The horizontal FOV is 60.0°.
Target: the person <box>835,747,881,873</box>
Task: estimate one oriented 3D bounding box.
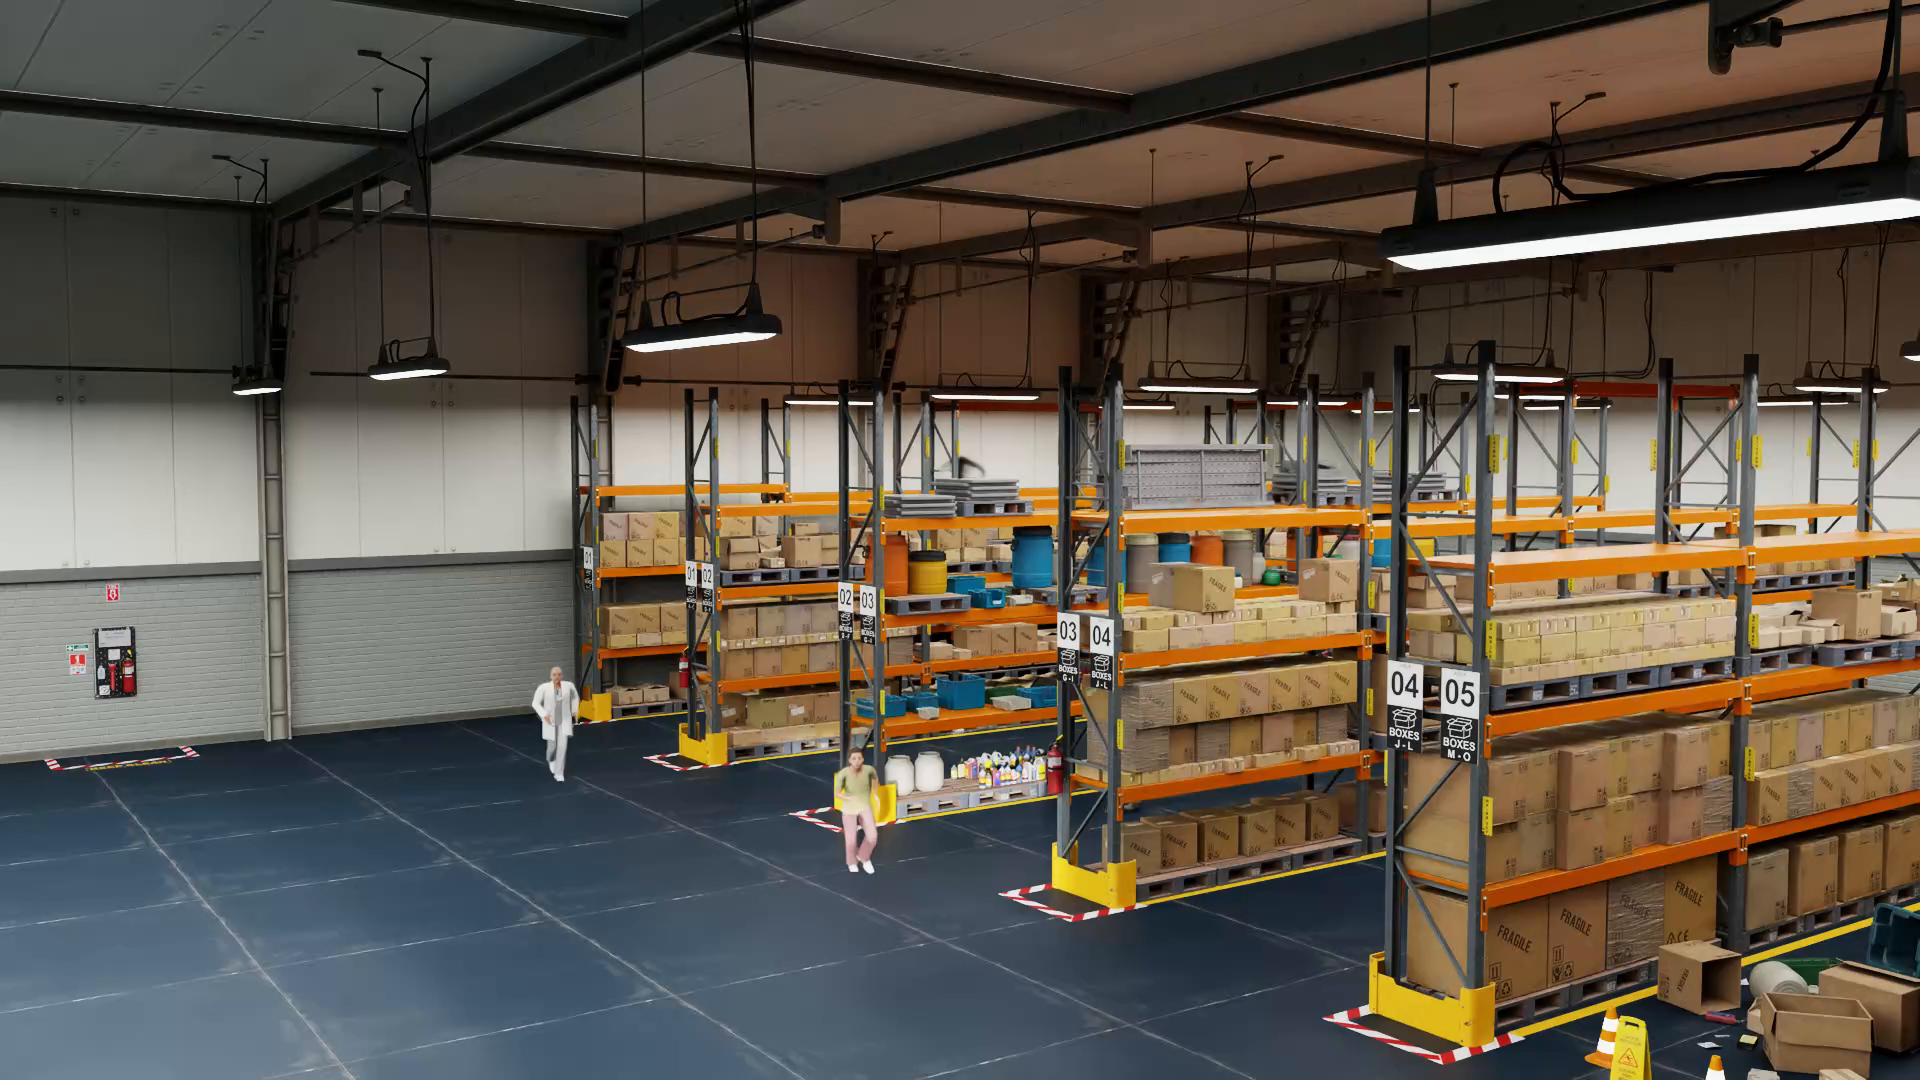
[{"bbox_3d":[-1.205,3.192,19.600,0.580,1.561,0.847,-1,4,-12],"label":"person"}]

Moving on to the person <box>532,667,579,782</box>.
[{"bbox_3d":[-6.169,2.777,25.386,0.714,1.732,0.849,-1,4,-19],"label":"person"}]

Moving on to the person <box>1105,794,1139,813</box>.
[{"bbox_3d":[2.246,2.961,22.929,0.660,1.634,0.919,3,4,37],"label":"person"}]
